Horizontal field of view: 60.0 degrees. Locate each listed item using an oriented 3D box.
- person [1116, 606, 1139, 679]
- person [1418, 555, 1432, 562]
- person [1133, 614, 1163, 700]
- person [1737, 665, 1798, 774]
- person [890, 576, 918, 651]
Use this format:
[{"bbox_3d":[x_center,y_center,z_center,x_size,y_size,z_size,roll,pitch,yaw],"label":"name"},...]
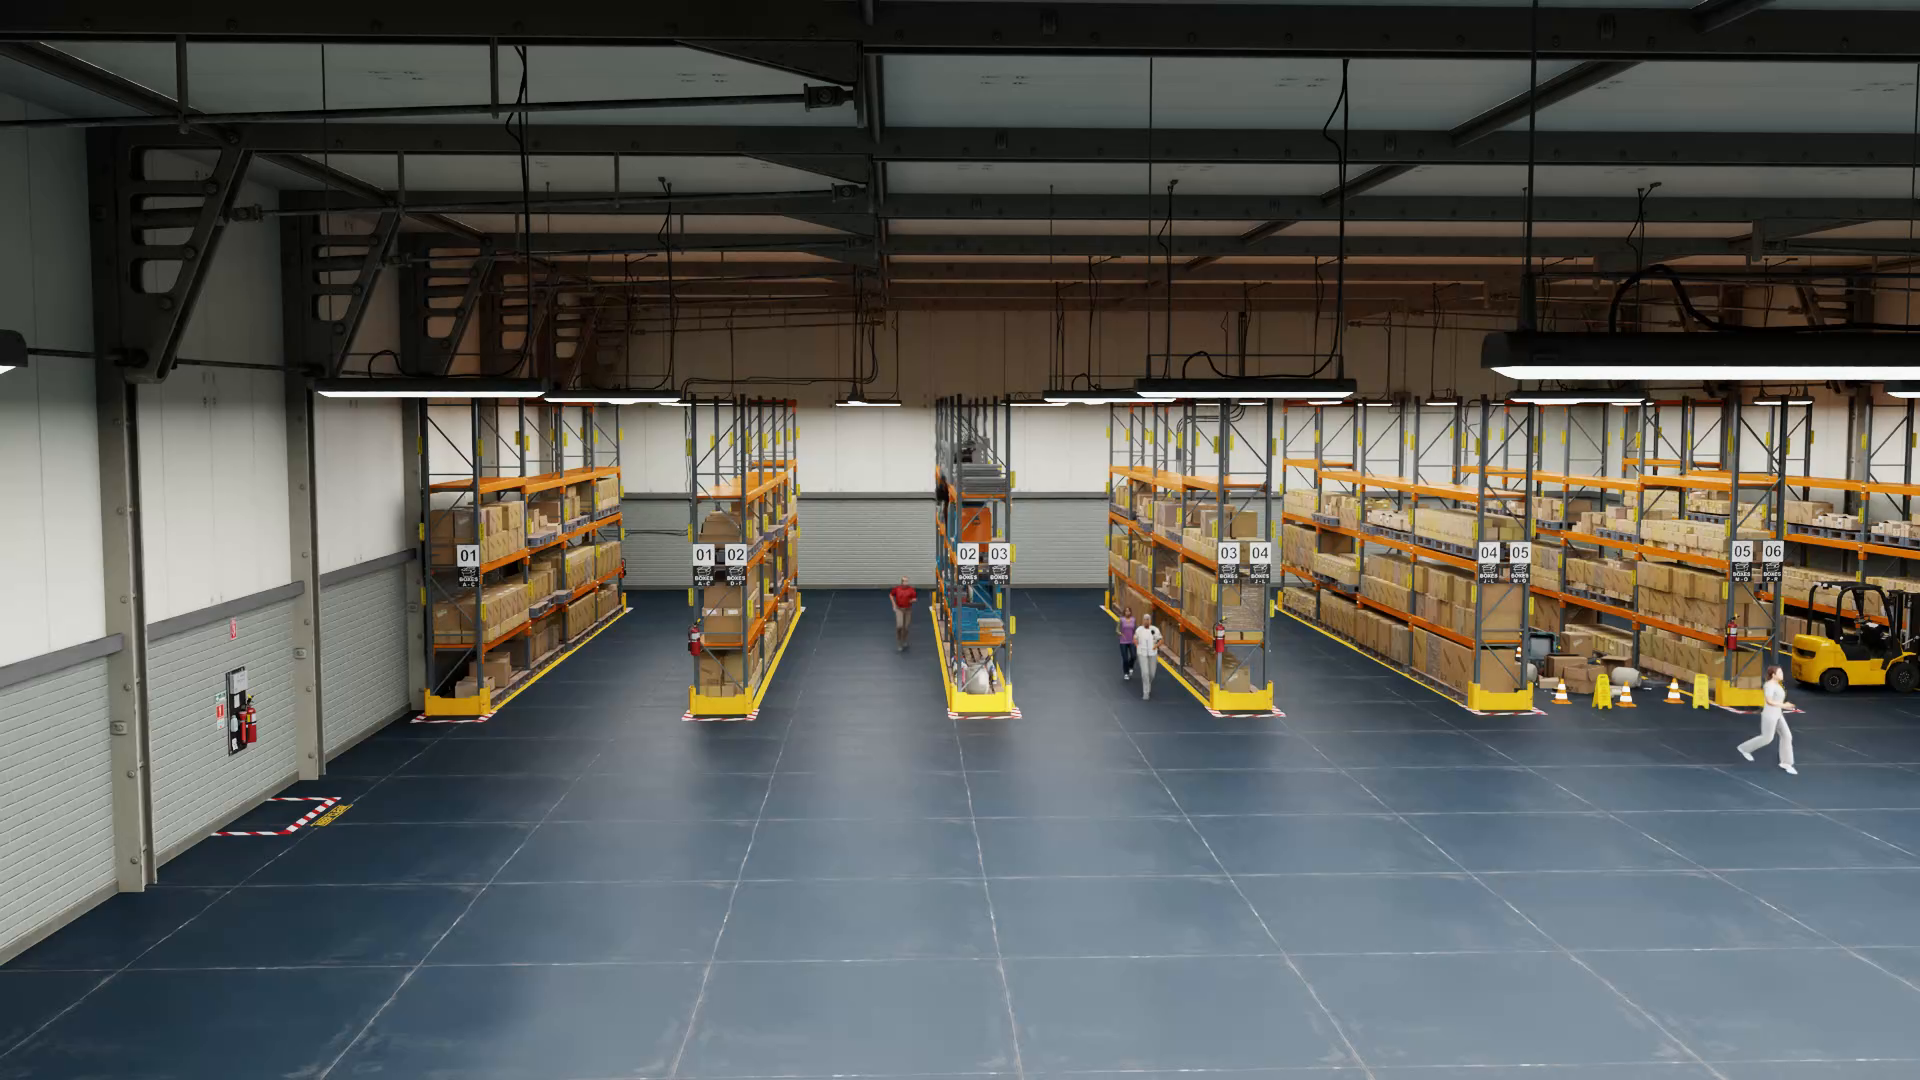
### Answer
[{"bbox_3d":[3.554,2.177,35.077,0.523,1.556,0.534,0,4,-2],"label":"person"},{"bbox_3d":[13.821,0.977,49.289,0.977,1.789,0.725,1,5,9],"label":"person"},{"bbox_3d":[3.748,2.308,33.142,0.600,1.658,0.785,0,5,5],"label":"person"},{"bbox_3d":[12.856,2.828,26.417,0.922,1.709,0.597,4,6,40],"label":"person"},{"bbox_3d":[-1.329,1.763,39.608,0.638,1.799,0.795,-1,5,-9],"label":"person"}]
